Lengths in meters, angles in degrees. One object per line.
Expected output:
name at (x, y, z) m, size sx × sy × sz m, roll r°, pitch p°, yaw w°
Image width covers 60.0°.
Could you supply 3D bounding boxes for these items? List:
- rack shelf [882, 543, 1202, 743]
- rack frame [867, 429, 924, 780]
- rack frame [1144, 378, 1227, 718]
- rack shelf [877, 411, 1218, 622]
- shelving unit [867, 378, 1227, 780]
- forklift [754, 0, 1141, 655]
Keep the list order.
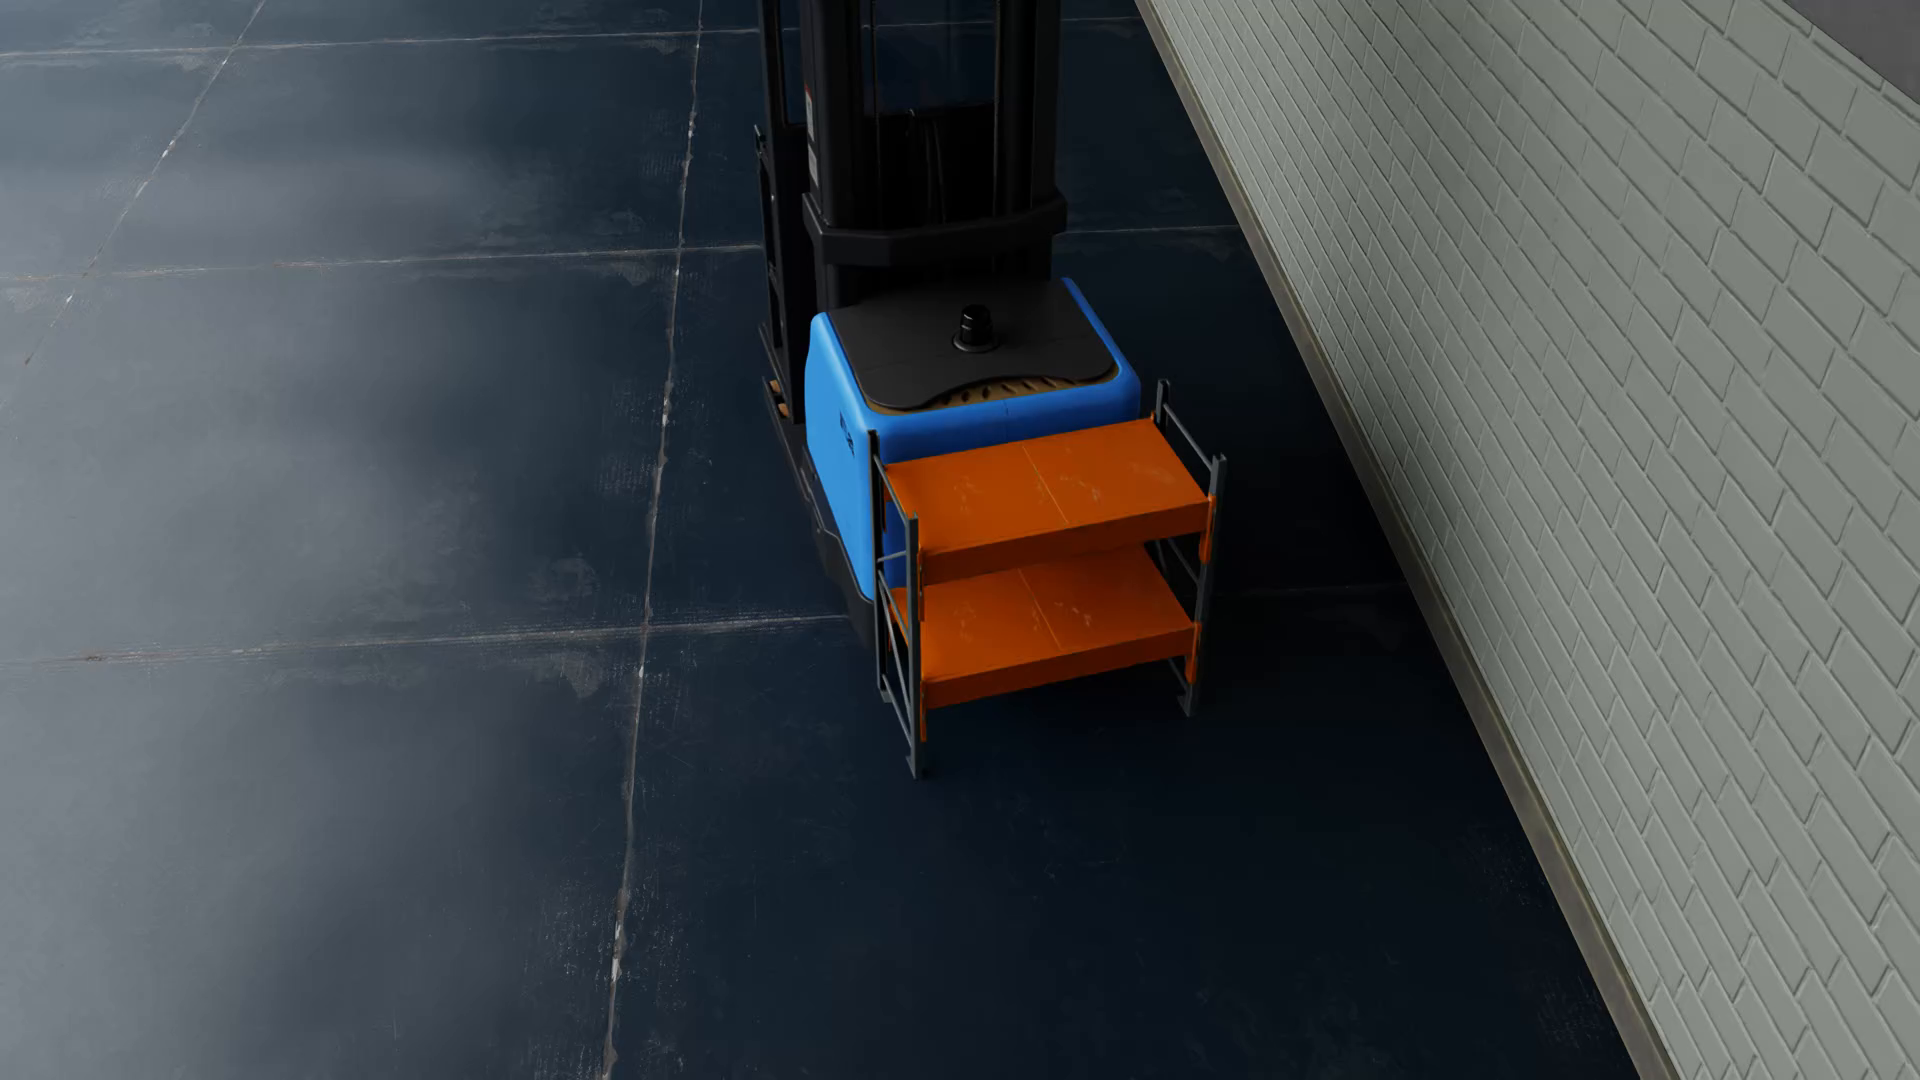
rack shelf at (0.272, 0.330, 5.819) m, size 1.000 × 0.278 × 0.538 m, roll -11°, pitch 40°, yaw -13°
rack frame at (-0.214, 0.231, 5.549) m, size 0.032 × 1.125 × 0.500 m, roll -11°, pitch 40°, yaw -13°
rack frame at (0.757, 0.045, 5.785) m, size 0.032 × 1.125 × 0.500 m, roll -11°, pitch 40°, yaw -13°
rack shelf at (0.272, -0.092, 5.486) m, size 1.000 × 0.278 × 0.538 m, roll -11°, pitch 40°, yaw -13°
shelving unit at (0.272, 0.138, 5.667) m, size 1.048 × 1.125 × 0.538 m, roll -11°, pitch 40°, yaw -13°
forklift at (-0.250, -1.646, 6.470) m, size 1.130 × 2.935 × 3.031 m, roll -10°, pitch 39°, yaw -12°
